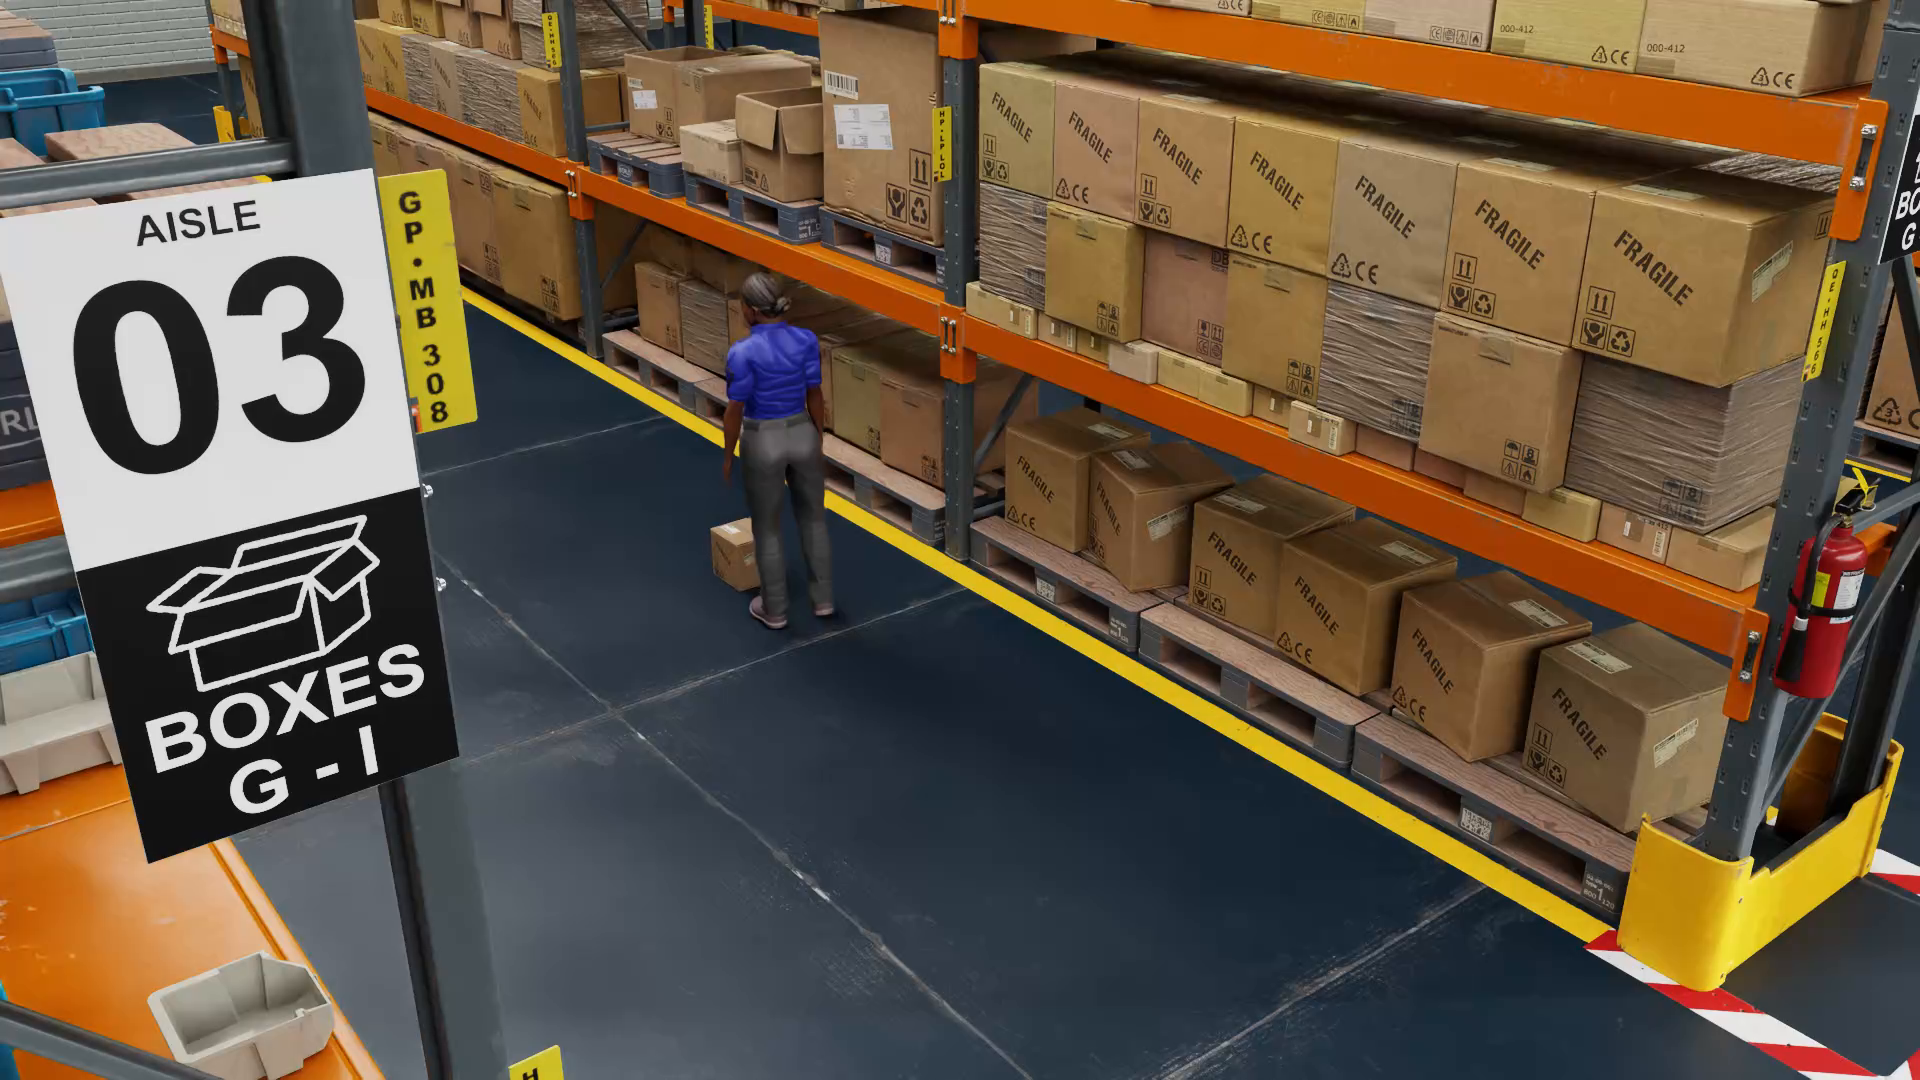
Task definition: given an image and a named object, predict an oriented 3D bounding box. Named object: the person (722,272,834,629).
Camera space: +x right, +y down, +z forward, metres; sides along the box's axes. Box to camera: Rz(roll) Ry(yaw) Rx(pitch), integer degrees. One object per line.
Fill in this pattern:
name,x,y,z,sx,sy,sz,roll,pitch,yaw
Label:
person,-0.816,-0.387,7.460,0.515,1.688,0.330,-12,28,-25
